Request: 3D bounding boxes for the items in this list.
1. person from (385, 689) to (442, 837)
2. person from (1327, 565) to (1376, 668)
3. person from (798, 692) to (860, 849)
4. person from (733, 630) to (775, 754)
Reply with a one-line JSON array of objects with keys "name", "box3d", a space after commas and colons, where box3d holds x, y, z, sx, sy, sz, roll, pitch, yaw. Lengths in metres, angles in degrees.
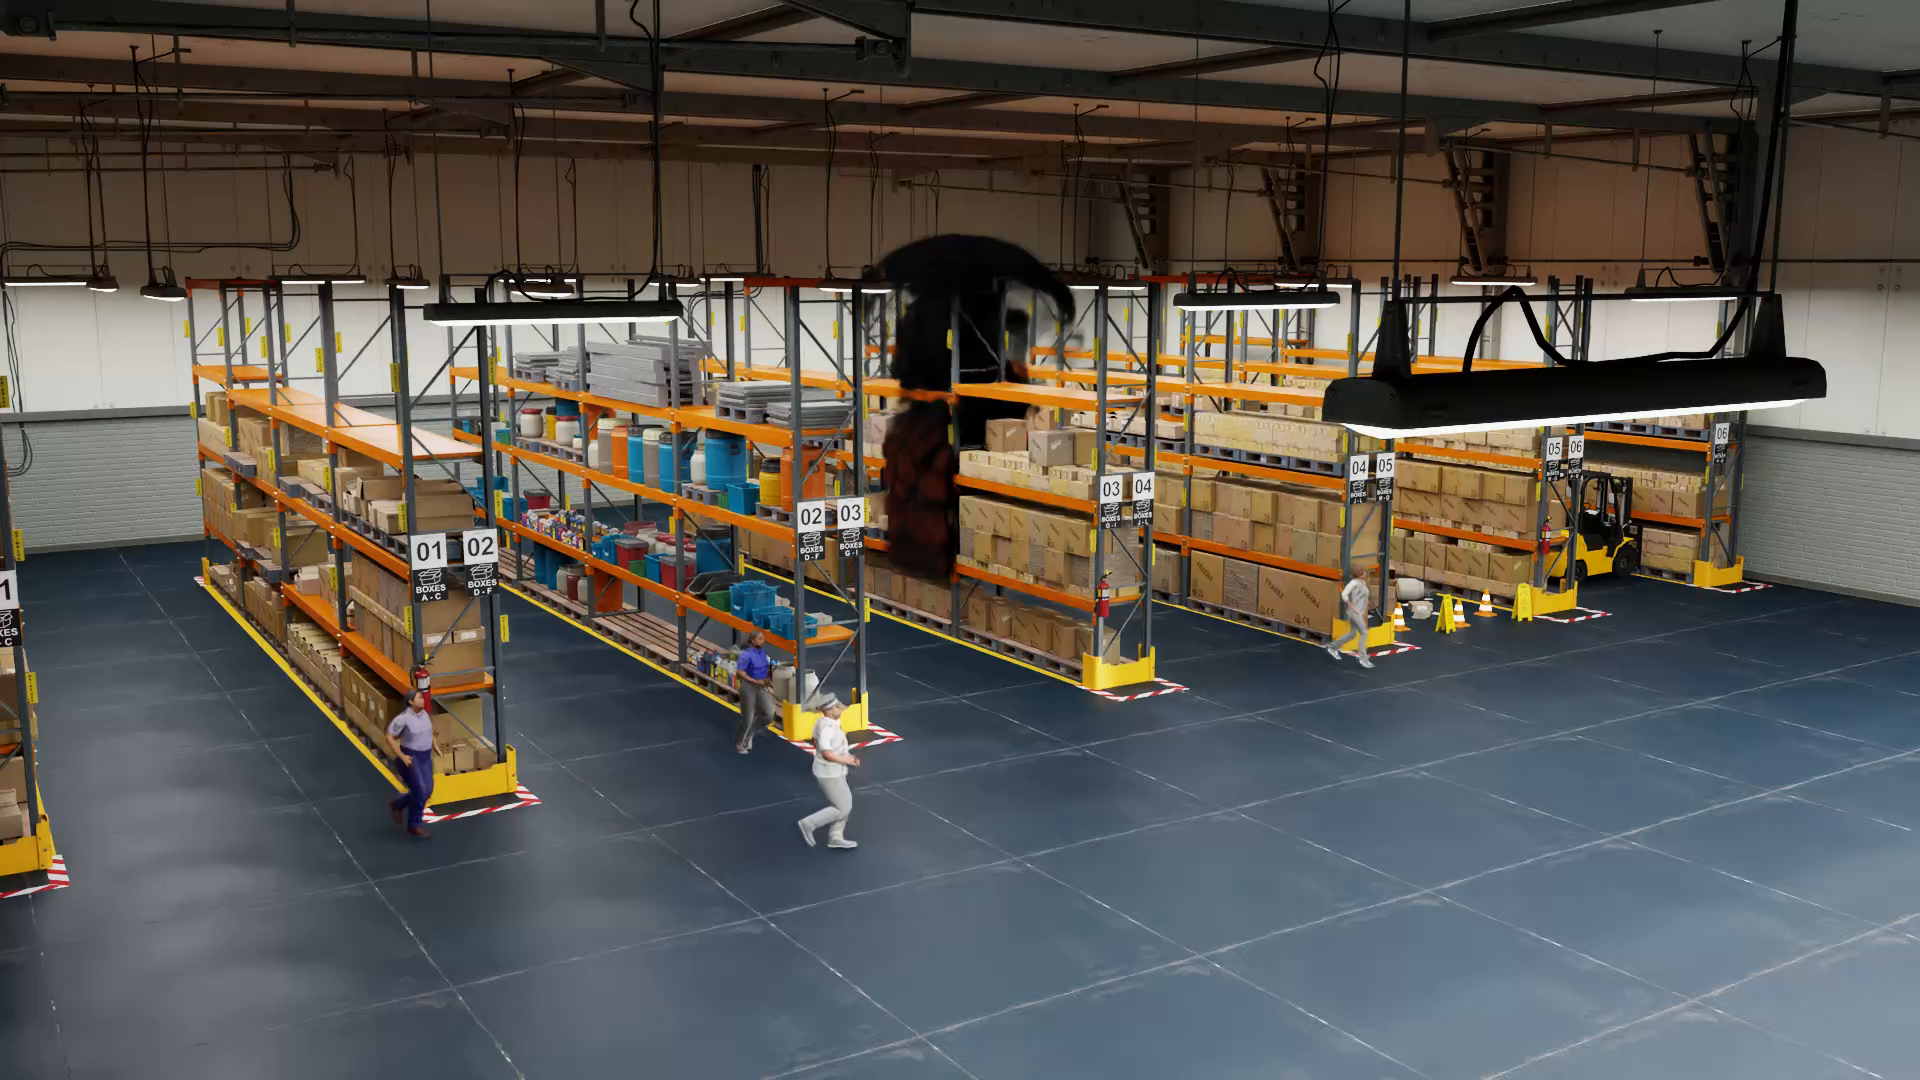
[{"name": "person", "box3d": [-6.113, 2.469, 18.602, 0.564, 1.612, 0.657, 4, 10, 20]}, {"name": "person", "box3d": [6.225, 1.185, 26.269, 0.775, 1.599, 0.540, 4, 10, 22]}, {"name": "person", "box3d": [-1.429, 2.493, 17.941, 0.678, 1.742, 0.664, -2, 10, -11]}, {"name": "person", "box3d": [-2.638, 1.953, 21.580, 0.568, 1.595, 0.672, 7, 12, 35]}]
